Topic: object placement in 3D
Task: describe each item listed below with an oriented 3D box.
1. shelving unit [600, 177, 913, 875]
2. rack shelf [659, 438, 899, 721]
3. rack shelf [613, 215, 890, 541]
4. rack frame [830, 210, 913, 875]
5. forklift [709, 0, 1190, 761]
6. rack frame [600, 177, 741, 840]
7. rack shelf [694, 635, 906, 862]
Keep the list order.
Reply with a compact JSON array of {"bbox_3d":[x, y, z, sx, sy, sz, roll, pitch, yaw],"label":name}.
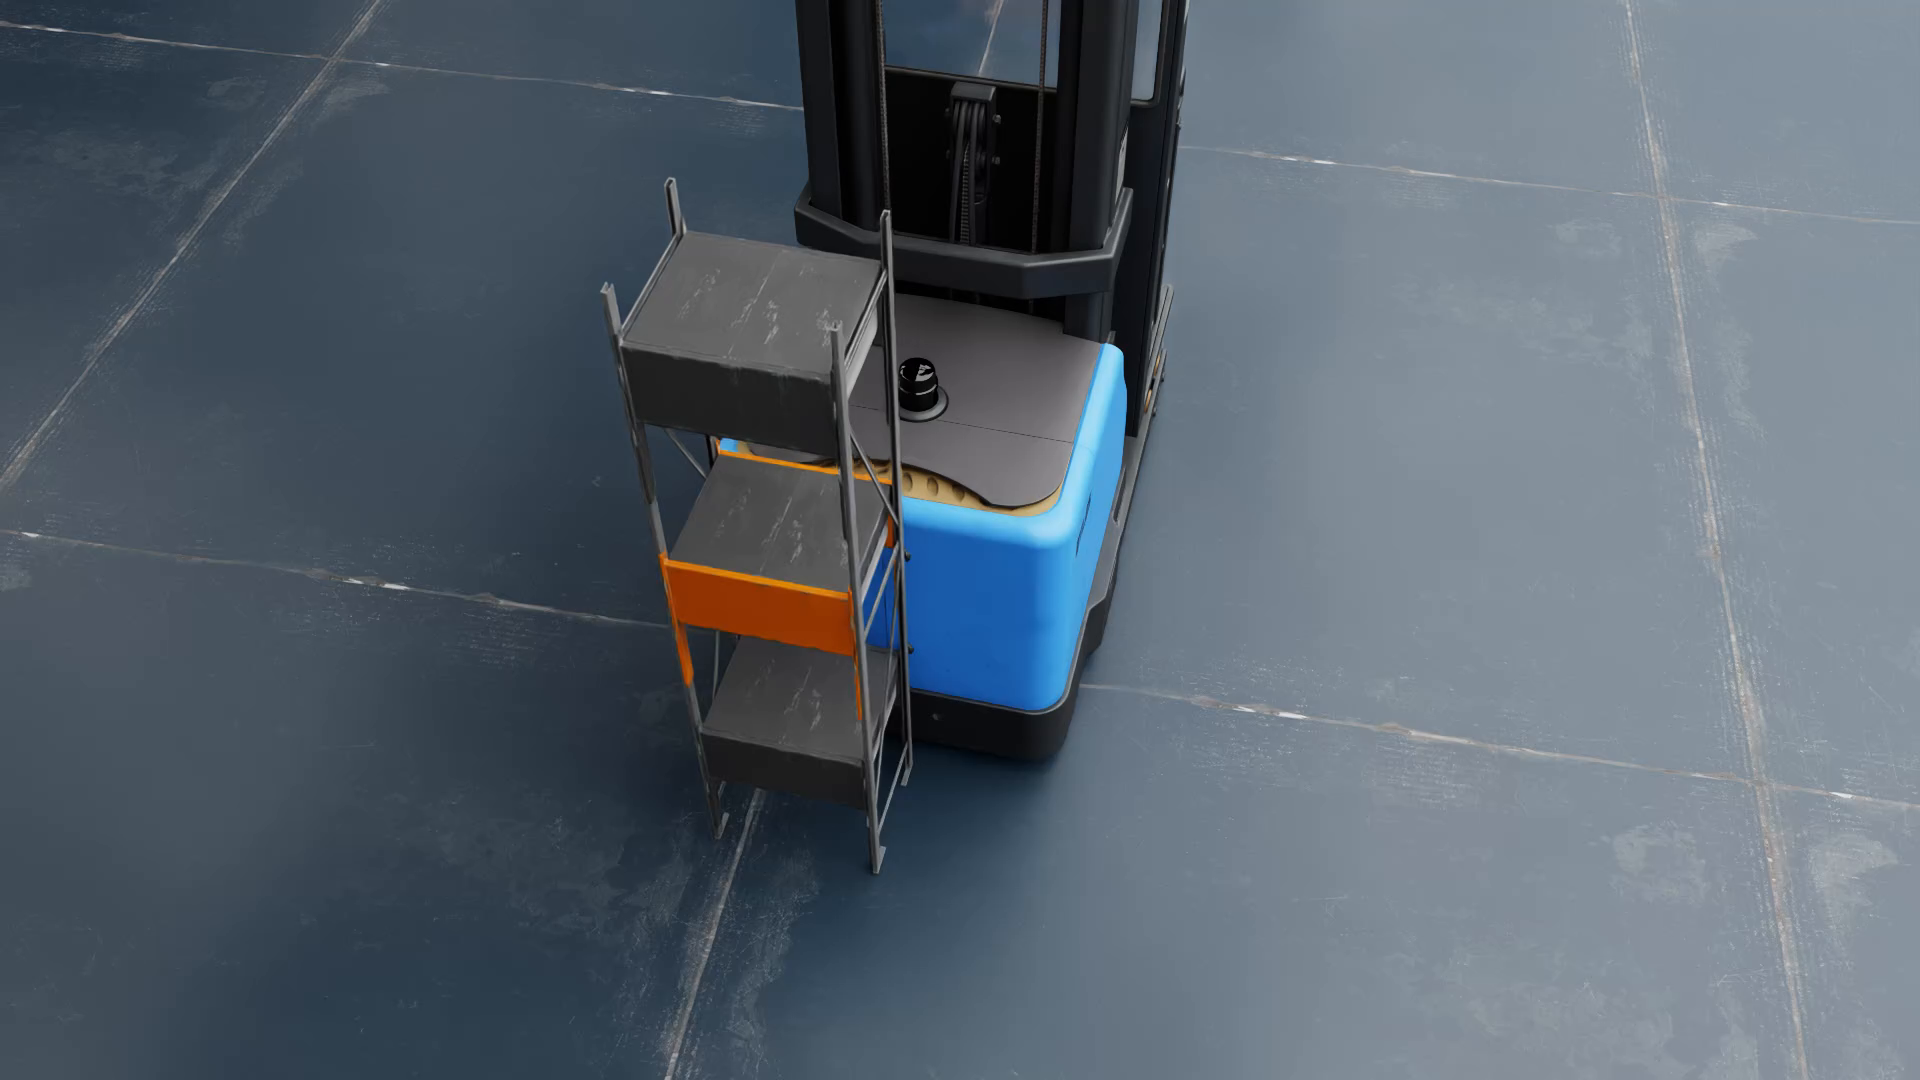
[{"bbox_3d":[-0.439,0.093,4.253,0.503,2.100,0.431,10,49,9],"label":"shelving unit"},{"bbox_3d":[-0.439,0.102,4.263,0.480,0.518,0.431,10,49,9],"label":"rack shelf"},{"bbox_3d":[-0.440,-0.362,3.739,0.480,0.518,0.431,10,49,9],"label":"rack shelf"},{"bbox_3d":[-0.202,0.137,4.214,0.015,2.100,0.400,10,49,9],"label":"rack frame"},{"bbox_3d":[0.149,-1.430,5.065,1.130,2.935,3.031,10,49,9],"label":"forklift"},{"bbox_3d":[-0.675,0.050,4.292,0.015,2.100,0.400,10,49,9],"label":"rack frame"},{"bbox_3d":[-0.437,0.567,4.786,0.480,0.518,0.431,10,49,9],"label":"rack shelf"}]
